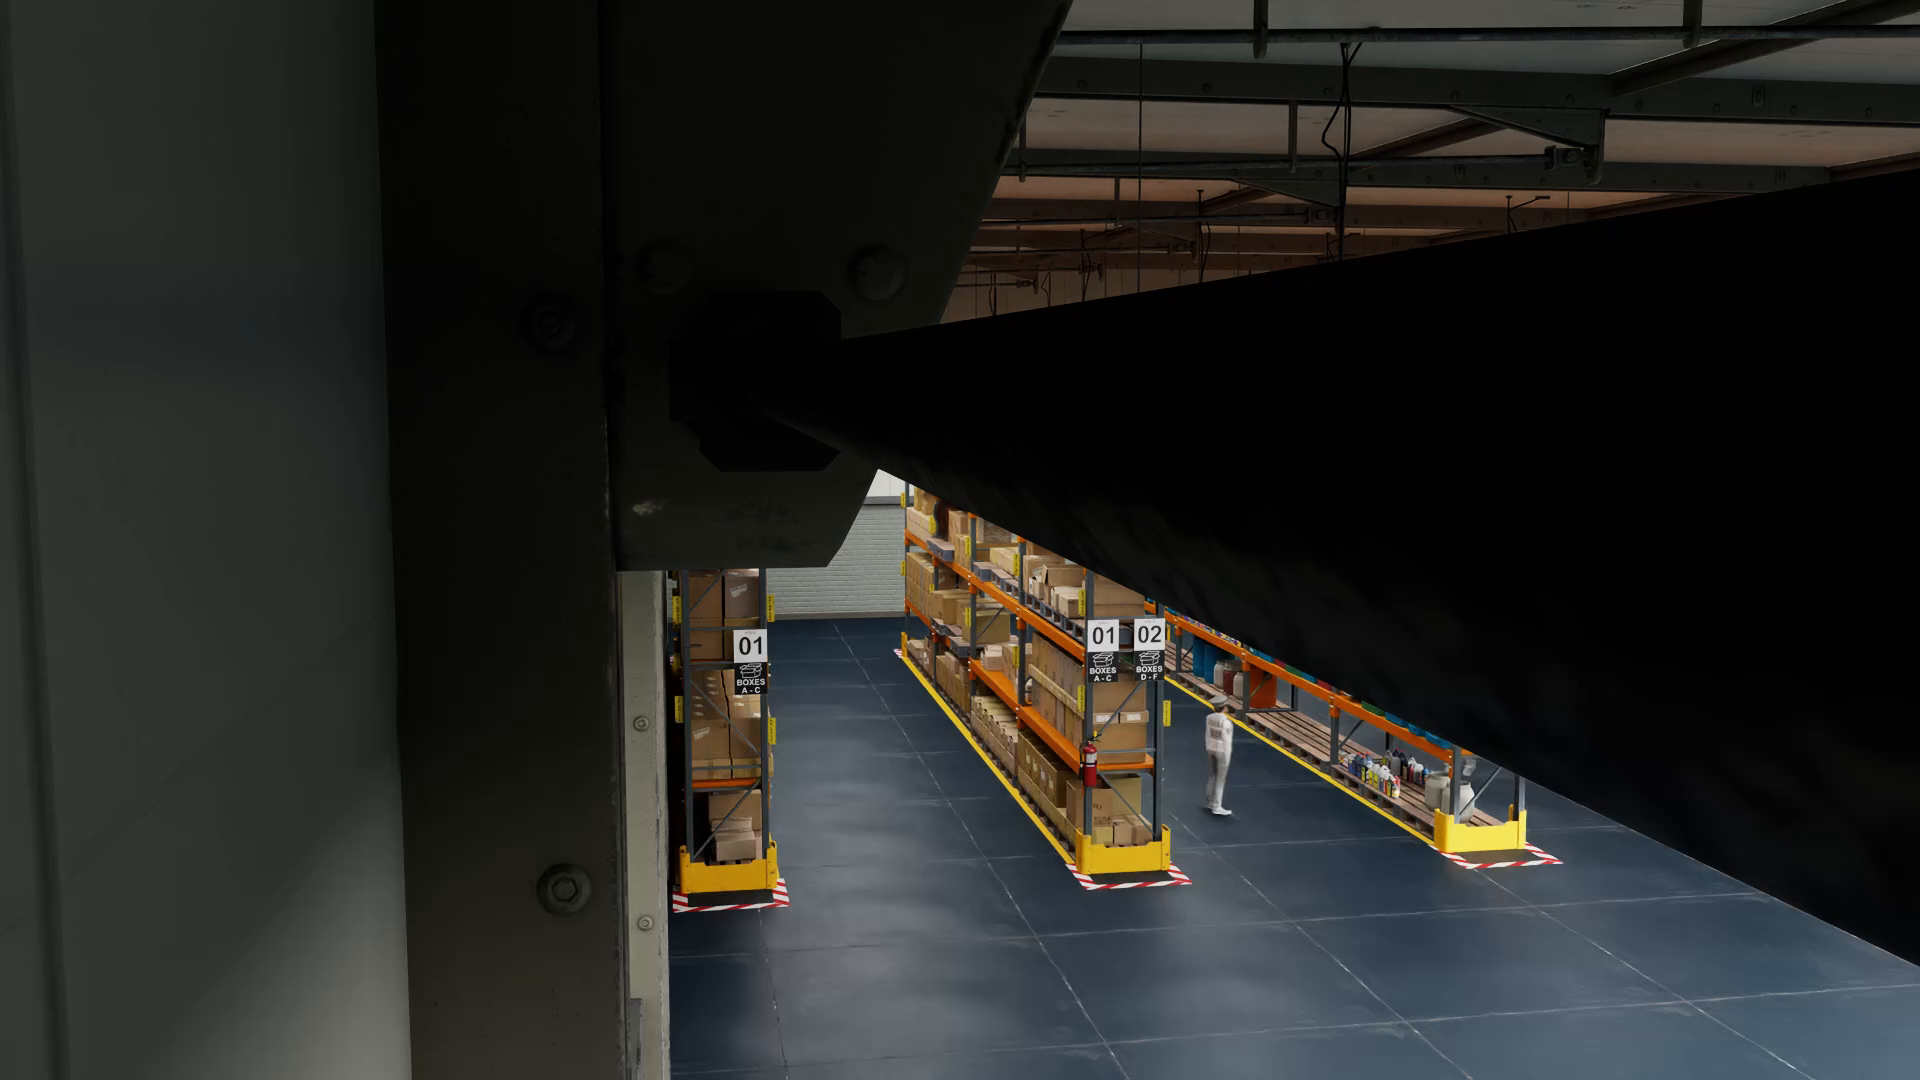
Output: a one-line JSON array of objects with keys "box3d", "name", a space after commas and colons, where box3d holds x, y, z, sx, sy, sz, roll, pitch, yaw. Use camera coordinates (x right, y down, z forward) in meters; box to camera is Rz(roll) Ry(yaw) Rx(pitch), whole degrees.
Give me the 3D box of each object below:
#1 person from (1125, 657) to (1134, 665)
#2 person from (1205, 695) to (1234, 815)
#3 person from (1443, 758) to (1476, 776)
[{"box3d": [3.272, 2.090, 31.234, 0.364, 1.793, 0.613, -4, 7, -31], "name": "person"}, {"box3d": [3.695, 3.055, 23.631, 0.389, 1.720, 0.523, -4, 7, -32], "name": "person"}, {"box3d": [7.758, 2.751, 26.004, 0.429, 1.809, 0.589, -5, 7, -37], "name": "person"}]
